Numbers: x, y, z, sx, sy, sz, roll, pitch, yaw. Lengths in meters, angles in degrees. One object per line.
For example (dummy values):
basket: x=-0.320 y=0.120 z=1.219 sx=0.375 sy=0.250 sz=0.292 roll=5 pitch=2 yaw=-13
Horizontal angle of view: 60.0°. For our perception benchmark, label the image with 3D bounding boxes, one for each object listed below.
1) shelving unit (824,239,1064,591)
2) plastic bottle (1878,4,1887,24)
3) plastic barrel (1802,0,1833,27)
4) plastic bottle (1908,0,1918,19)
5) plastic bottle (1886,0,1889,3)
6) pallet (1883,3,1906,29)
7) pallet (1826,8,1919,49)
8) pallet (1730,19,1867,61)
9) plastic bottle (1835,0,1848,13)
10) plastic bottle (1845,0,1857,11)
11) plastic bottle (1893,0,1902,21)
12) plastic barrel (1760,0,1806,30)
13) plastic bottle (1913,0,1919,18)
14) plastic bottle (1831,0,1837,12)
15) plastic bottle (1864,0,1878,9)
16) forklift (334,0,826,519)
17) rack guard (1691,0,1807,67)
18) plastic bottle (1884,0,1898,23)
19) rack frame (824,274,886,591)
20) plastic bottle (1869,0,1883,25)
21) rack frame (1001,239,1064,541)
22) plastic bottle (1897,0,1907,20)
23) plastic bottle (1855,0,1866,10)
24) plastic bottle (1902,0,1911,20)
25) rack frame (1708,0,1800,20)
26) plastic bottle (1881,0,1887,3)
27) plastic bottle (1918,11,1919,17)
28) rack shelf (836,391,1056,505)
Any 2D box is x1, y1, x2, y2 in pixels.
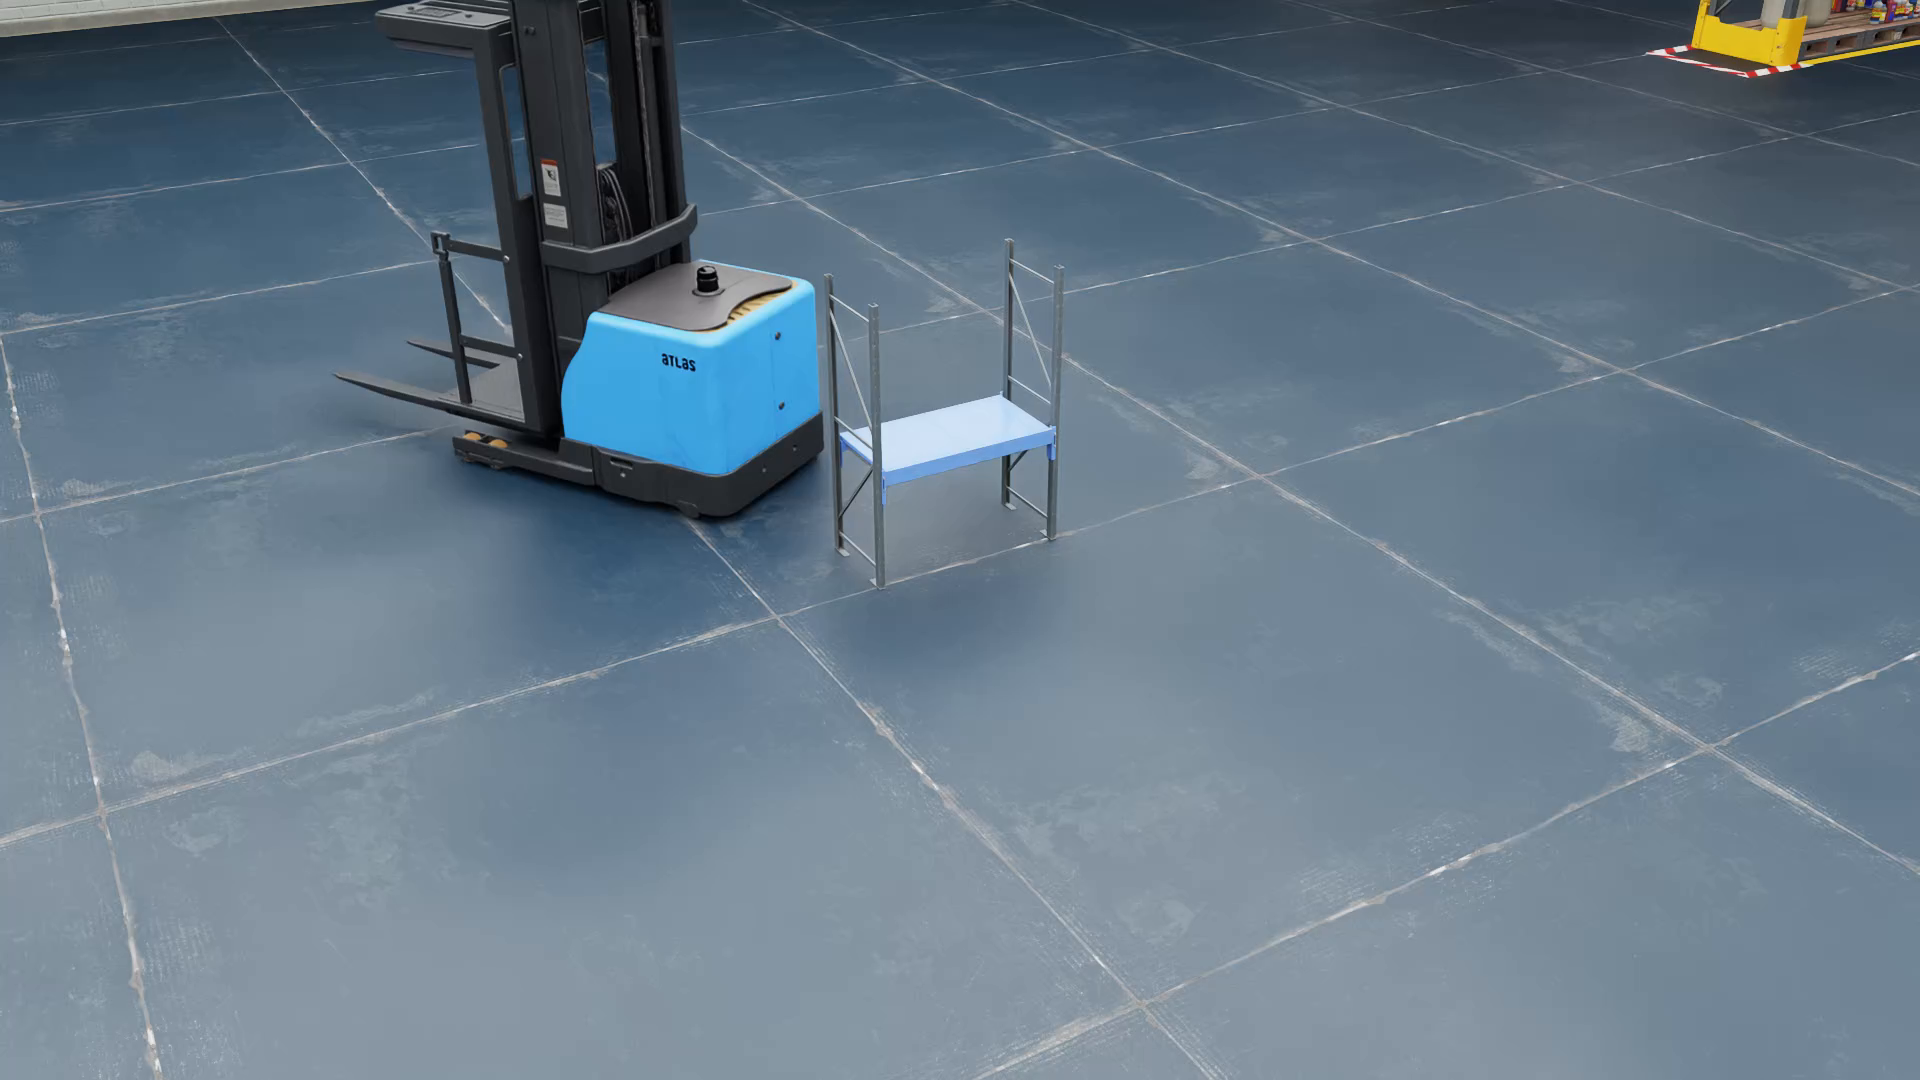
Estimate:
shelving unit: x=-0.074 y=-0.636 z=8.350 sx=1.048 sy=1.500 sz=0.538 roll=-16 pitch=33 yaw=-26
plastic bottle: x=10.509 y=-6.001 z=18.961 sx=0.097 sy=0.201 sz=0.097 roll=0 pitch=29 yaw=0
plastic barrel: x=9.659 y=-6.105 z=18.848 sx=0.421 sy=0.512 sz=0.421 roll=0 pitch=29 yaw=0
plastic bottle: x=10.976 y=-6.165 z=19.184 sx=0.097 sy=0.271 sz=0.097 roll=0 pitch=29 yaw=0
plastic bottle: x=11.177 y=-6.561 z=19.903 sx=0.097 sy=0.271 sz=0.097 roll=0 pitch=29 yaw=0
pallet: x=11.547 y=-6.306 z=19.958 sx=1.213 sy=0.211 sz=1.003 roll=-16 pitch=33 yaw=-26
pallet: x=10.494 y=-6.005 z=19.413 sx=1.213 sy=0.211 sz=1.003 roll=-16 pitch=33 yaw=-26
pallet: x=9.443 y=-5.709 z=18.876 sx=1.213 sy=0.211 sz=1.003 roll=-16 pitch=33 yaw=-26
plastic bottle: x=10.345 y=-6.336 z=19.483 sx=0.133 sy=0.283 sz=0.061 roll=-16 pitch=33 yaw=-26
plastic bottle: x=10.490 y=-6.331 z=19.558 sx=0.097 sy=0.201 sz=0.097 roll=0 pitch=29 yaw=0
plastic bottle: x=10.715 y=-6.091 z=19.050 sx=0.097 sy=0.271 sz=0.097 roll=0 pitch=29 yaw=0
plastic barrel: x=9.227 y=-5.982 z=18.625 sx=0.421 sy=0.512 sz=0.421 roll=0 pitch=29 yaw=0
plastic bottle: x=11.064 y=-6.159 z=19.247 sx=0.097 sy=0.201 sz=0.097 roll=0 pitch=29 yaw=0
plastic bottle: x=10.291 y=-6.377 z=19.565 sx=0.135 sy=0.276 sz=0.152 roll=-16 pitch=33 yaw=-26
plastic bottle: x=10.808 y=-6.443 z=19.684 sx=0.135 sy=0.276 sz=0.152 roll=-16 pitch=33 yaw=-26
forklift: x=-2.318 y=-1.893 z=9.147 sx=3.031 sy=2.935 sz=1.130 roll=15 pitch=32 yaw=24
rack guard: x=8.740 y=-5.638 z=18.449 sx=0.348 sy=0.500 sz=1.175 roll=-16 pitch=33 yaw=-26
plastic bottle: x=10.624 y=-6.060 z=18.982 sx=0.133 sy=0.283 sz=0.061 roll=-15 pitch=32 yaw=-26
rack frame: x=-0.512 y=-0.511 z=8.124 sx=0.032 sy=1.500 sz=0.500 roll=-16 pitch=33 yaw=-26
plastic bottle: x=10.419 y=-6.007 z=18.898 sx=0.097 sy=0.271 sz=0.097 roll=0 pitch=29 yaw=0
rack frame: x=0.365 y=-0.760 z=8.575 sx=0.032 sy=1.500 sz=0.500 roll=-16 pitch=33 yaw=-26
plastic bottle: x=10.801 y=-6.115 z=19.095 sx=0.097 sy=0.271 sz=0.097 roll=0 pitch=29 yaw=0
plastic bottle: x=10.650 y=-6.381 z=19.649 sx=0.097 sy=0.201 sz=0.097 roll=0 pitch=29 yaw=0
plastic bottle: x=10.887 y=-6.109 z=19.155 sx=0.097 sy=0.201 sz=0.097 roll=0 pitch=29 yaw=0
rack frame: x=8.698 y=-6.695 z=17.776 sx=0.127 sy=3.000 sz=1.000 roll=-16 pitch=33 yaw=-26
plastic bottle: x=11.078 y=-6.636 z=19.956 sx=0.185 sy=0.351 sz=0.144 roll=-17 pitch=33 yaw=-28
plastic bottle: x=11.152 y=-6.232 z=19.302 sx=0.135 sy=0.276 sz=0.152 roll=-15 pitch=32 yaw=-25
rack shelf: x=-0.074 y=-0.478 z=8.437 sx=1.000 sy=0.185 sz=0.538 roll=-16 pitch=33 yaw=-26
